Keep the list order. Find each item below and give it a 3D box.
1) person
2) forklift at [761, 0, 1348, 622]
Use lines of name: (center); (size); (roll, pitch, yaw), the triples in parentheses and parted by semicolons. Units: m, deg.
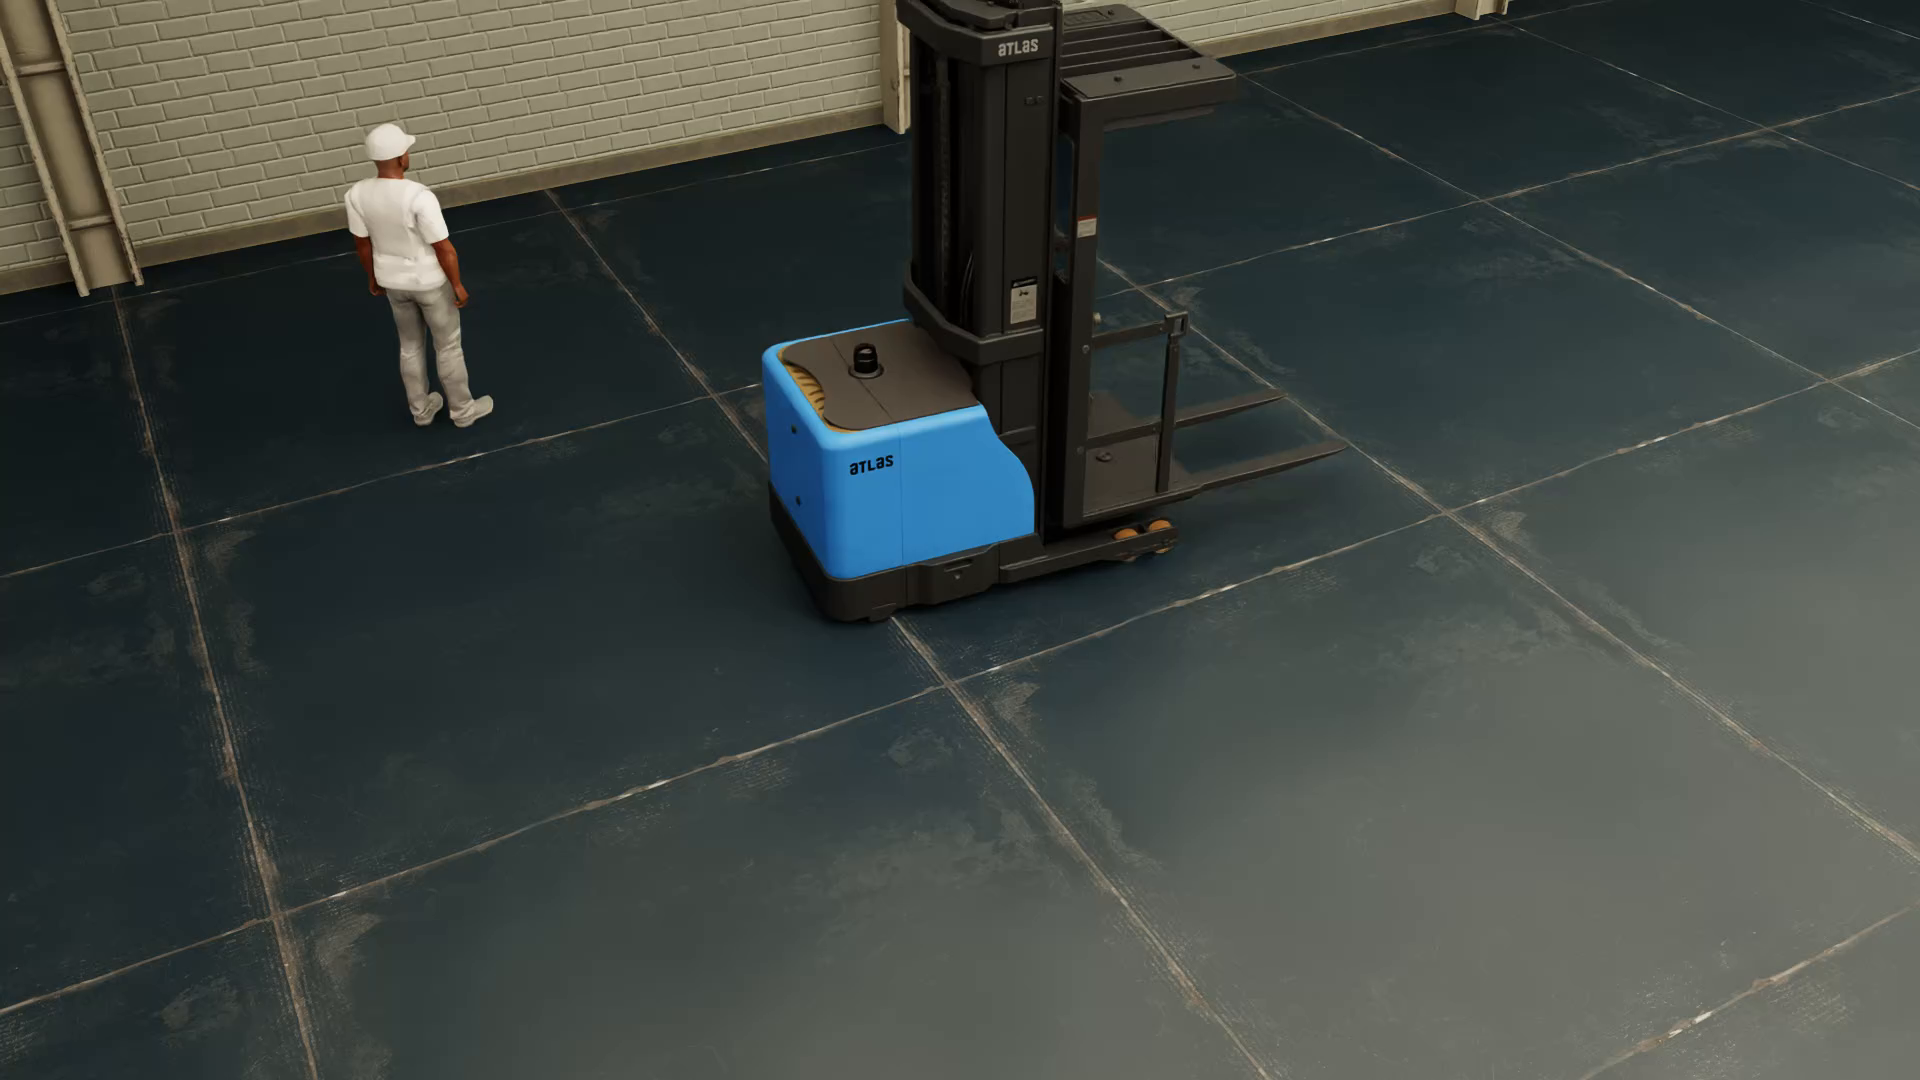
person: (-2.990, -1.445, 9.175); (0.585, 1.771, 0.375); (8, 36, 11)
forklift: (0.577, -1.352, 8.036); (3.031, 2.935, 1.130); (-14, 38, -19)
